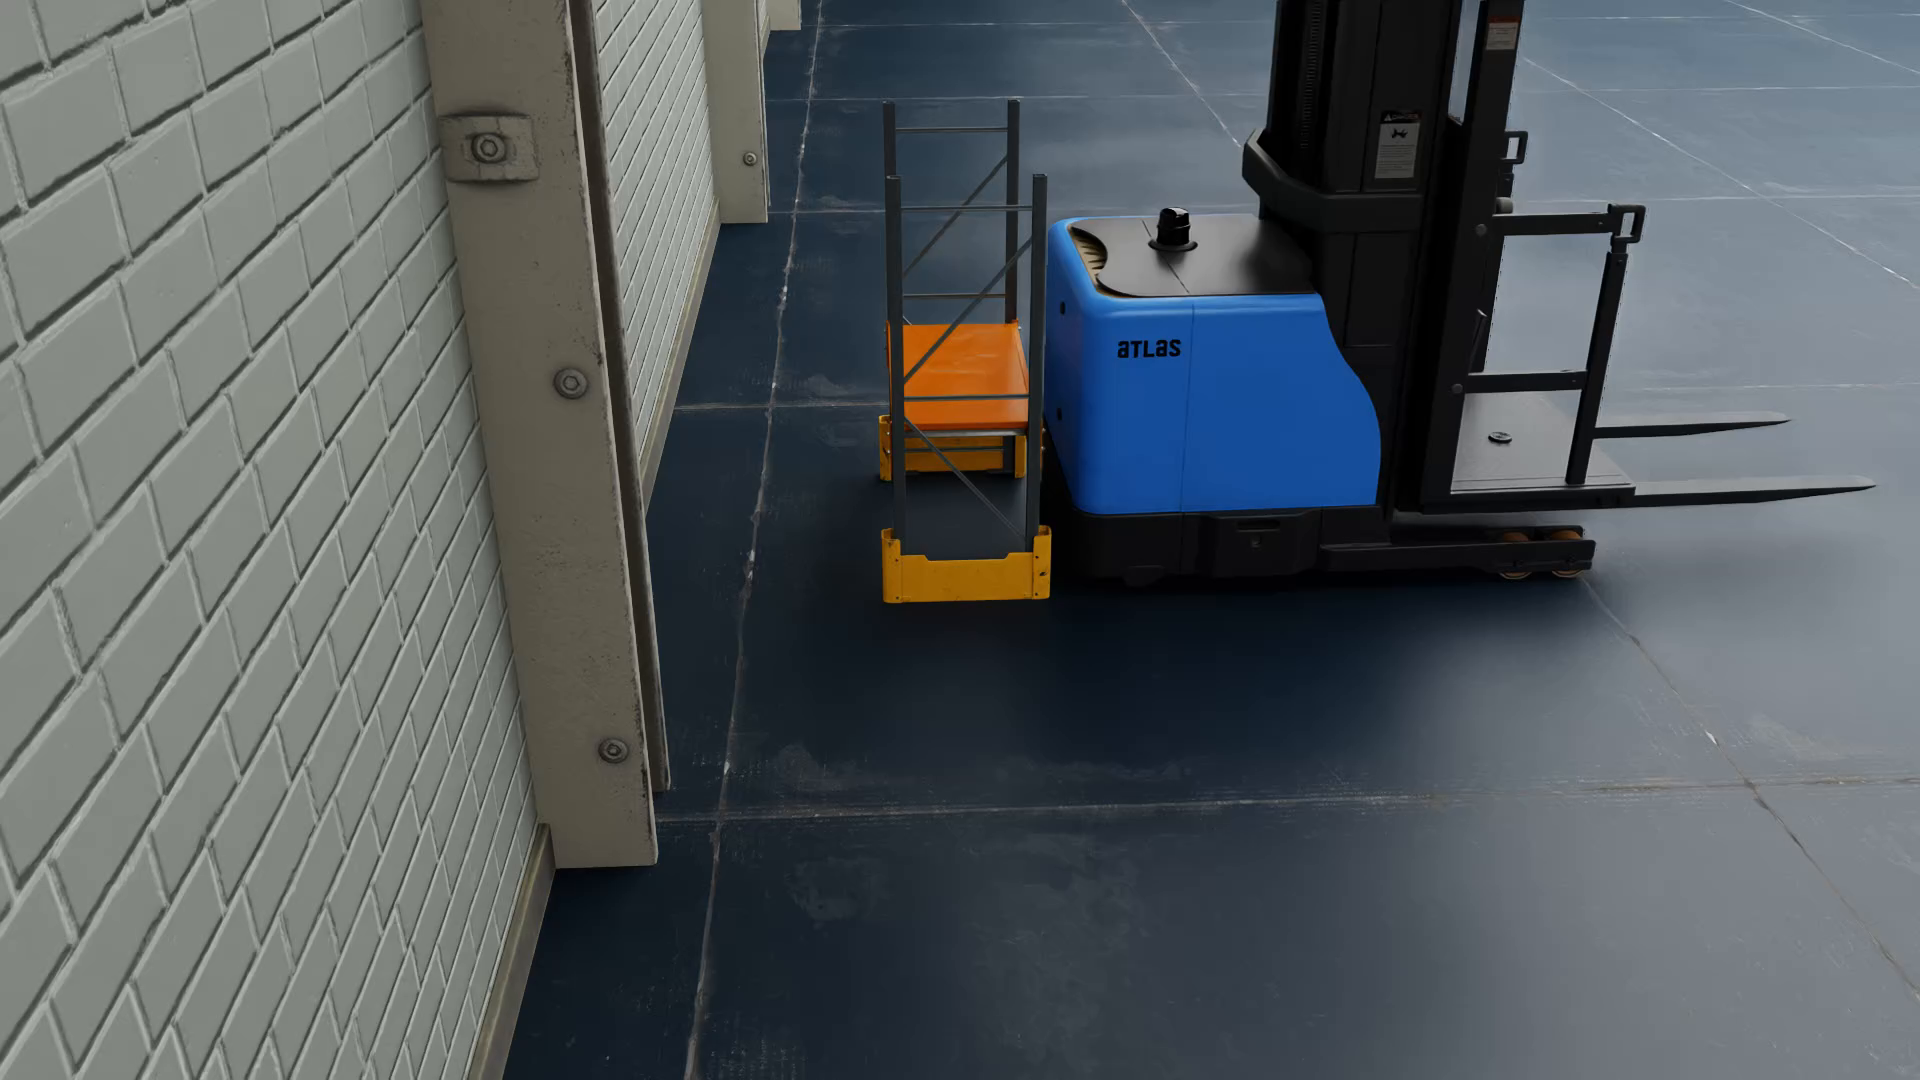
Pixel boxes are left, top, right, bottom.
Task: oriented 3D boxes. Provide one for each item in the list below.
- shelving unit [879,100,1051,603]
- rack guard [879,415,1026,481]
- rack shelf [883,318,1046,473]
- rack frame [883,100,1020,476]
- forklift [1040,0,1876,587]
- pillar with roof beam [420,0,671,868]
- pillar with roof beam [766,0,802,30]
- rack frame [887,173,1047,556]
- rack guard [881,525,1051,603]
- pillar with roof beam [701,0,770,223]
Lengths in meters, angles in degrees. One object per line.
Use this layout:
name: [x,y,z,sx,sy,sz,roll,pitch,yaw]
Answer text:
shelving unit: [-0.004,-0.700,5.971,0.587,1.500,1.083,-1,28,-3]
rack guard: [-0.030,-0.376,6.701,0.587,0.250,0.087,-1,28,-3]
rack shelf: [-0.004,-0.545,6.062,0.538,0.185,1.000,-1,28,-3]
rack frame: [-0.031,-0.939,6.429,0.500,1.500,0.032,-1,28,-3]
forklift: [1.859,-1.399,5.763,3.031,2.935,1.130,-2,28,-4]
pillar with roof beam: [3.303,-3.294,2.834,9.100,9.000,0.400,-1,28,-3]
pillar with roof beam: [2.677,-8.835,13.459,9.100,9.000,0.400,-1,28,-3]
rack frame: [0.022,-0.470,5.529,0.500,1.500,0.032,-1,28,-3]
rack guard: [0.022,0.084,5.819,0.587,0.250,0.087,-1,28,-3]
pillar with roof beam: [2.990,-6.065,8.147,9.100,9.000,0.400,-1,28,-3]
